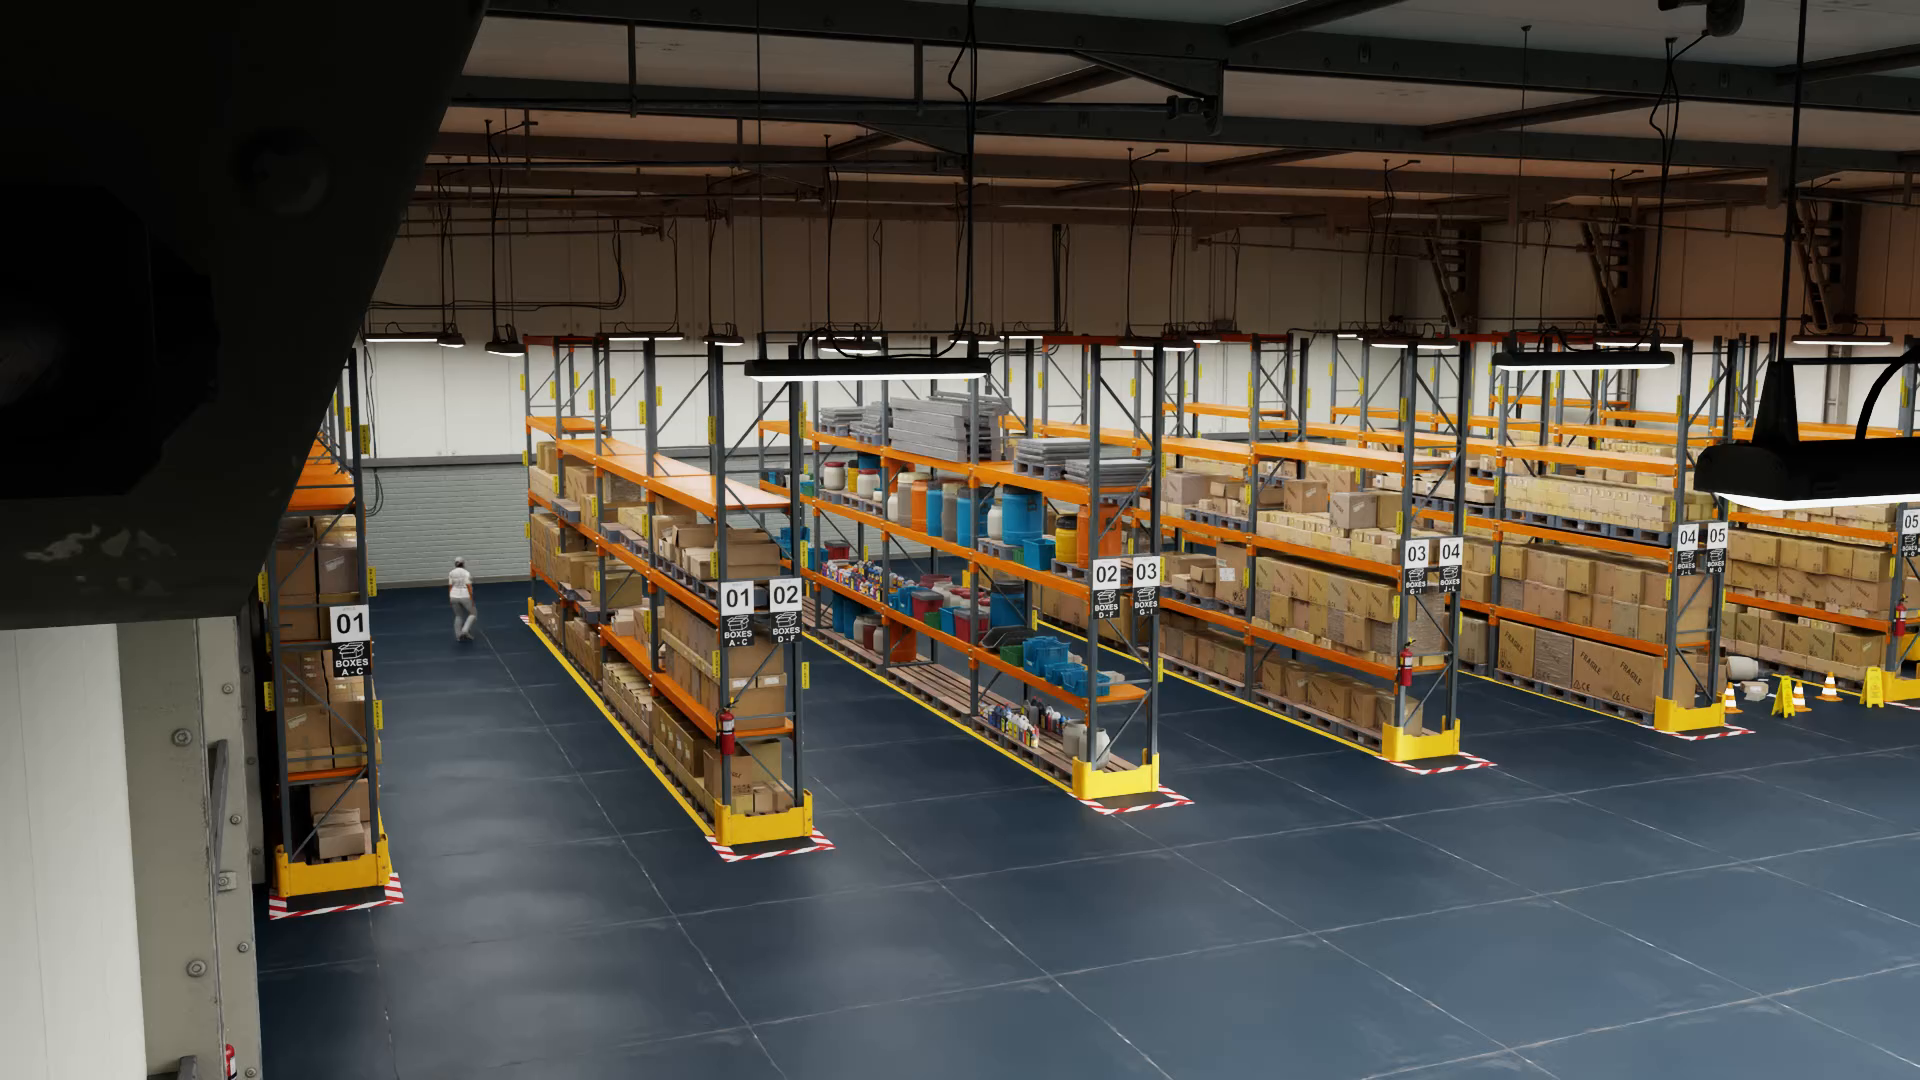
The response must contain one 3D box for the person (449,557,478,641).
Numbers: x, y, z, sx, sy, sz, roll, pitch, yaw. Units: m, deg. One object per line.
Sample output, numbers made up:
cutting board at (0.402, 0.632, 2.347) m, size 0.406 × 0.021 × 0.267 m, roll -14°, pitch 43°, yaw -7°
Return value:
person at (-9.816, 1.165, 32.735) m, size 0.532 × 1.663 × 0.498 m, roll 2°, pitch 8°, yaw 16°
